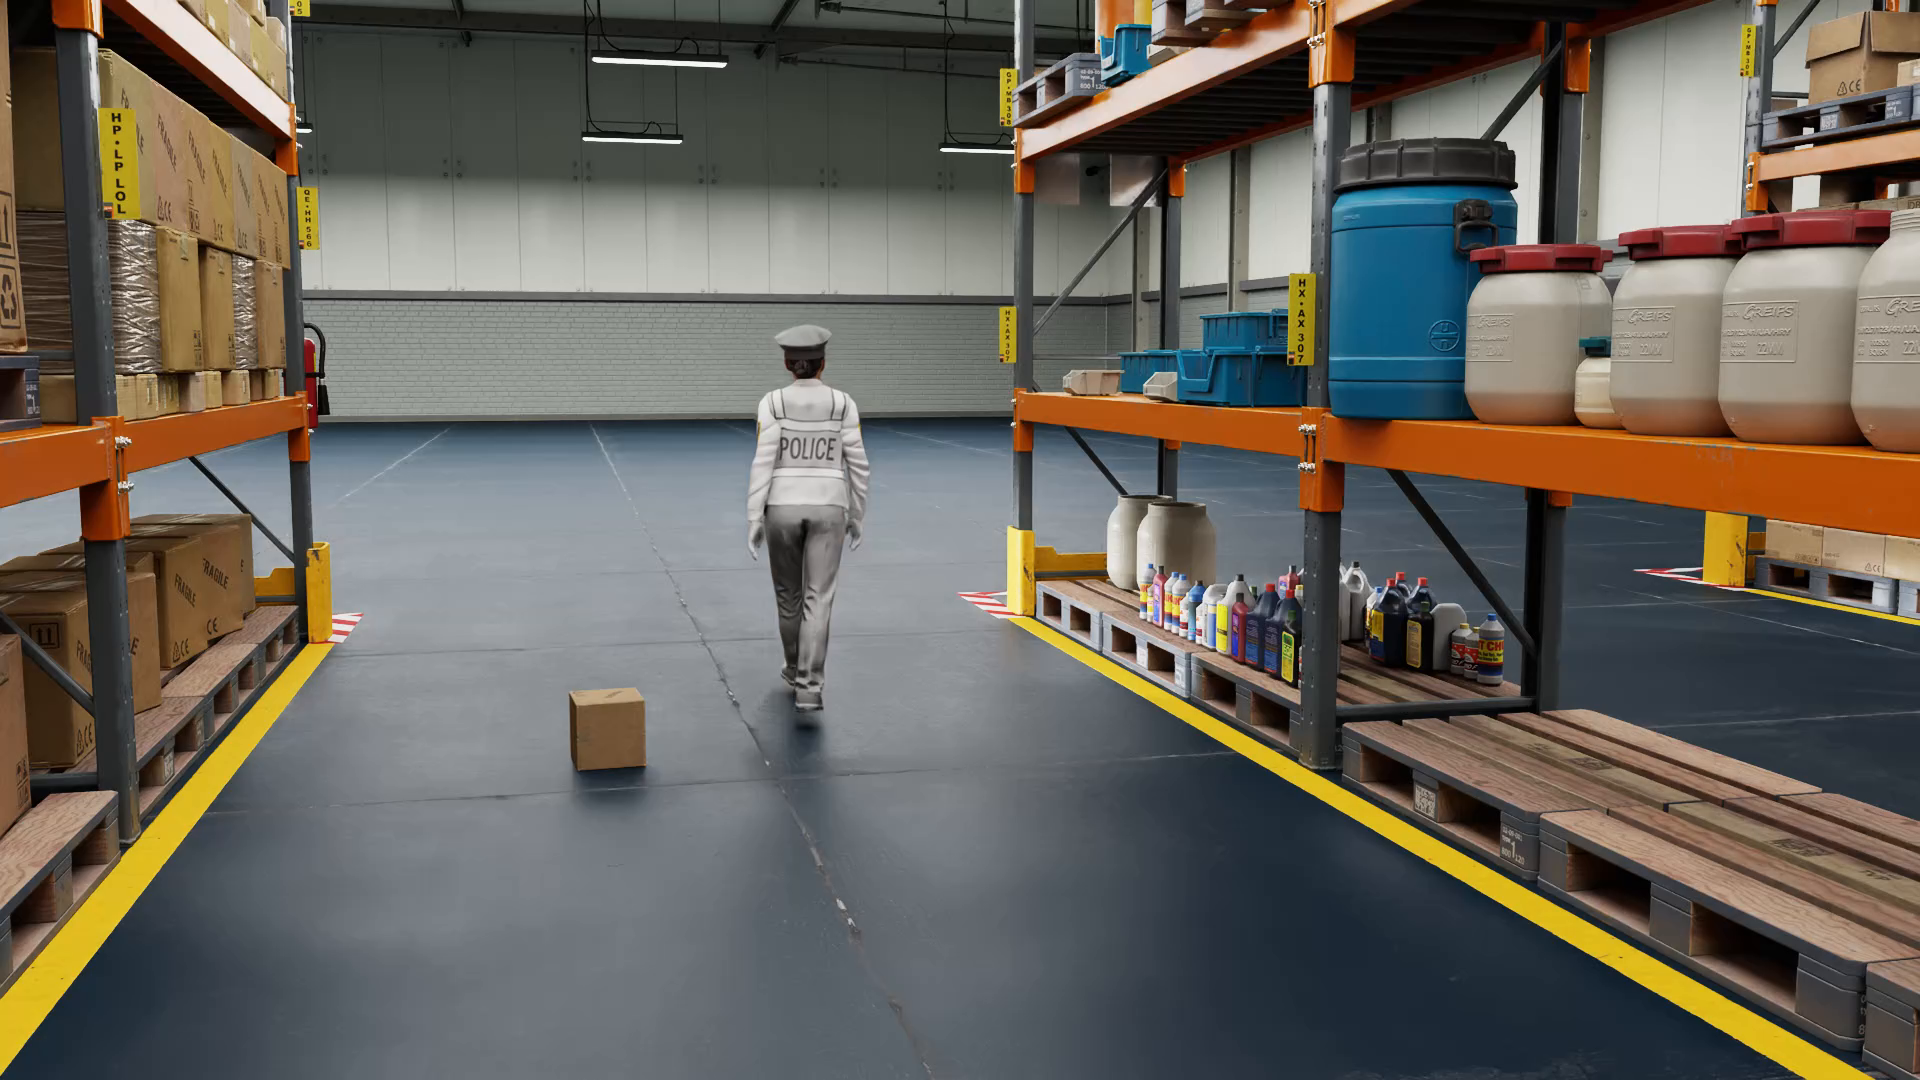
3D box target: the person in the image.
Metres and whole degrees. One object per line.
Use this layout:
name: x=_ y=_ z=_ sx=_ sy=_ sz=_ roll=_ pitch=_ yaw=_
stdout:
person: x=-0.645 y=-0.118 z=7.157 sx=0.515 sy=1.612 sz=1.020 roll=0 pitch=6 yaw=-1
